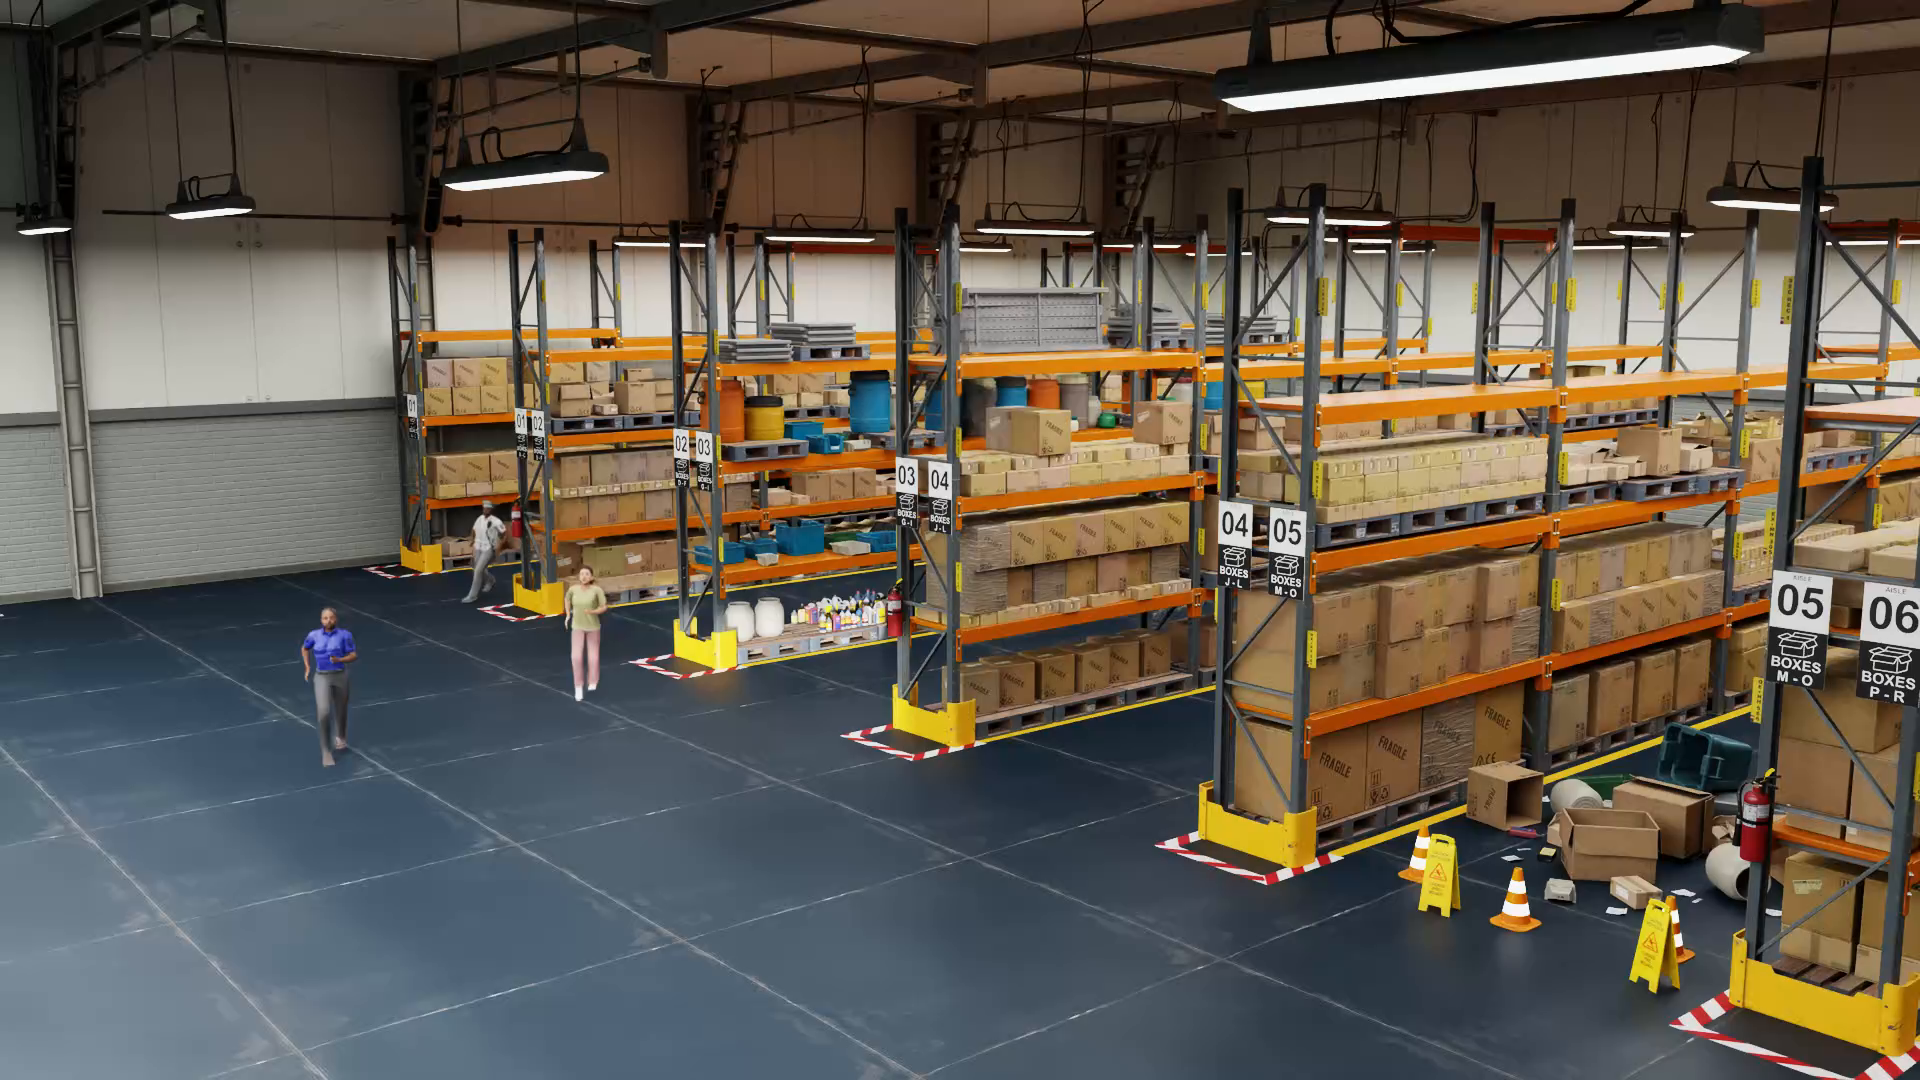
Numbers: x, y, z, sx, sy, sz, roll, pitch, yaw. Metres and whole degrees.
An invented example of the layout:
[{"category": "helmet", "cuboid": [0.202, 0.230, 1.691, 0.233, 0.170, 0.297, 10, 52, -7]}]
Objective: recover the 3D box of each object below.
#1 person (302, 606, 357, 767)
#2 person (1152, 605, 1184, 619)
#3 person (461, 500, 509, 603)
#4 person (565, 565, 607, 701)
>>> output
[{"category": "person", "cuboid": [-6.870, 1.624, 18.167, 0.536, 1.622, 0.766, -4, 10, -23]}, {"category": "person", "cuboid": [3.103, 0.311, 24.594, 0.514, 1.655, 0.712, 6, 11, 34]}, {"category": "person", "cuboid": [-7.765, 0.163, 27.261, 0.652, 1.654, 0.891, 4, 10, 23]}, {"category": "person", "cuboid": [-4.691, 1.149, 20.867, 0.548, 1.698, 0.698, -1, 9, -7]}]
